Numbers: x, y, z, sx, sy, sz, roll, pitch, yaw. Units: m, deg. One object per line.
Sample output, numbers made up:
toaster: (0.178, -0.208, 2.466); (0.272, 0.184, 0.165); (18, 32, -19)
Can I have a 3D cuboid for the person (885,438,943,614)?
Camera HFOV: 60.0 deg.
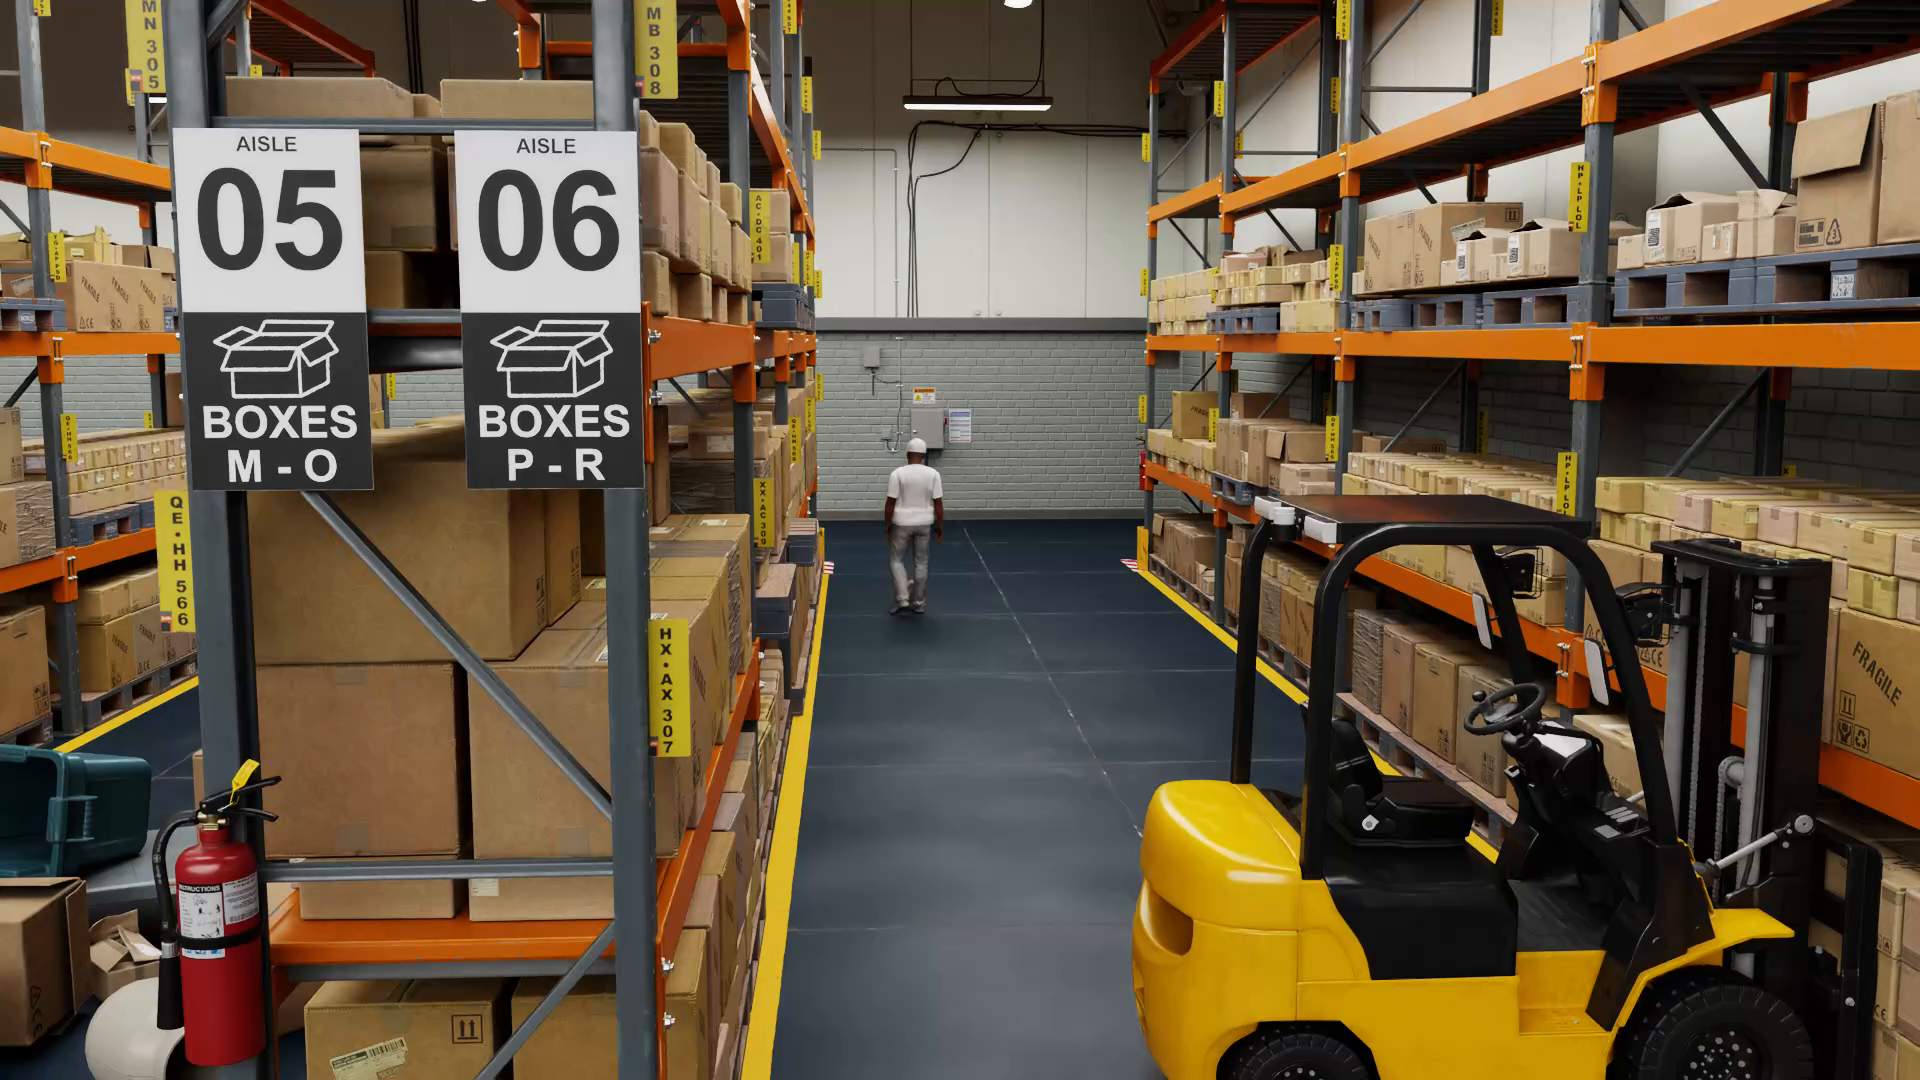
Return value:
person: (-0.461, -0.135, 16.758); (0.597, 1.794, 0.454); (-1, 7, -12)
